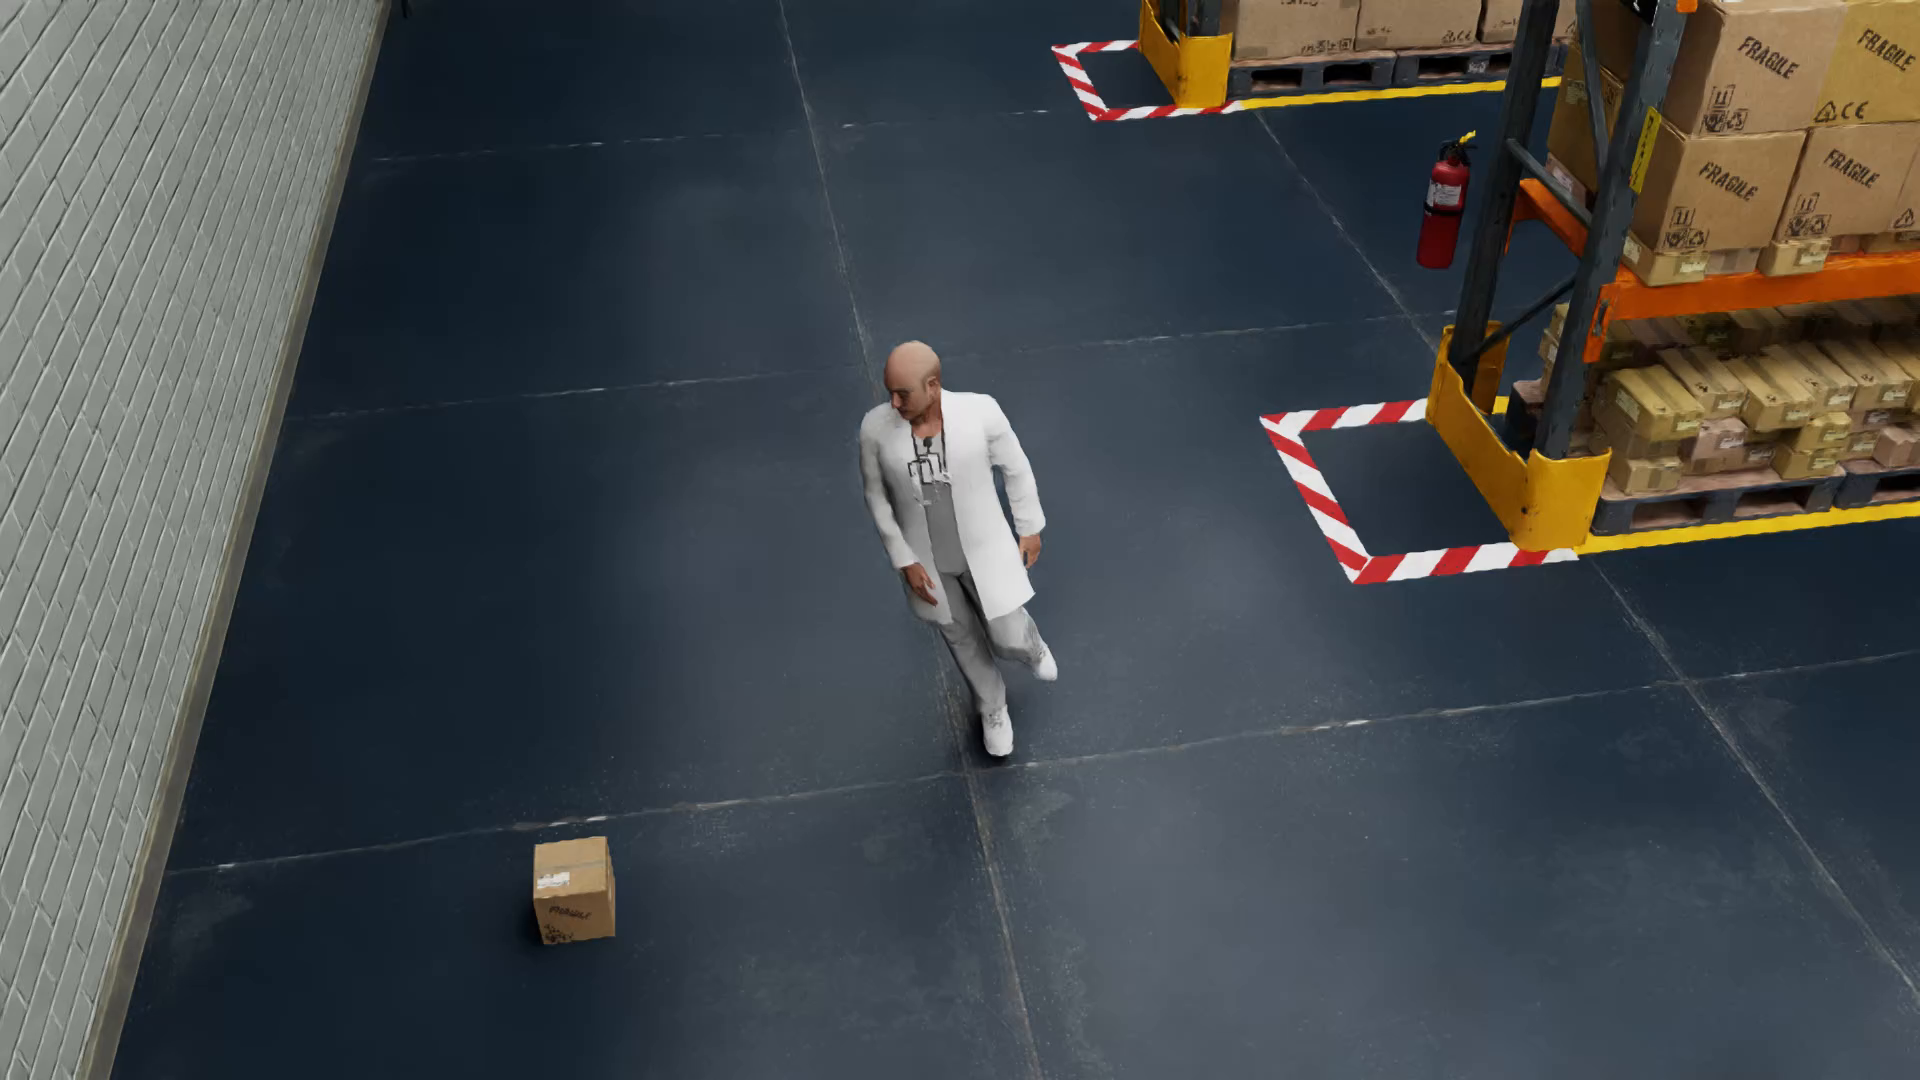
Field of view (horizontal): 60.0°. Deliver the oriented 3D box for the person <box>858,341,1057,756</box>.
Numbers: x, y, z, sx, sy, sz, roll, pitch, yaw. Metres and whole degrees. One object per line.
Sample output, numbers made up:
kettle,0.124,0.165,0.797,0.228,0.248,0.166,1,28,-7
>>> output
person,0.017,0.023,6.161,0.754,1.721,0.562,0,38,0
